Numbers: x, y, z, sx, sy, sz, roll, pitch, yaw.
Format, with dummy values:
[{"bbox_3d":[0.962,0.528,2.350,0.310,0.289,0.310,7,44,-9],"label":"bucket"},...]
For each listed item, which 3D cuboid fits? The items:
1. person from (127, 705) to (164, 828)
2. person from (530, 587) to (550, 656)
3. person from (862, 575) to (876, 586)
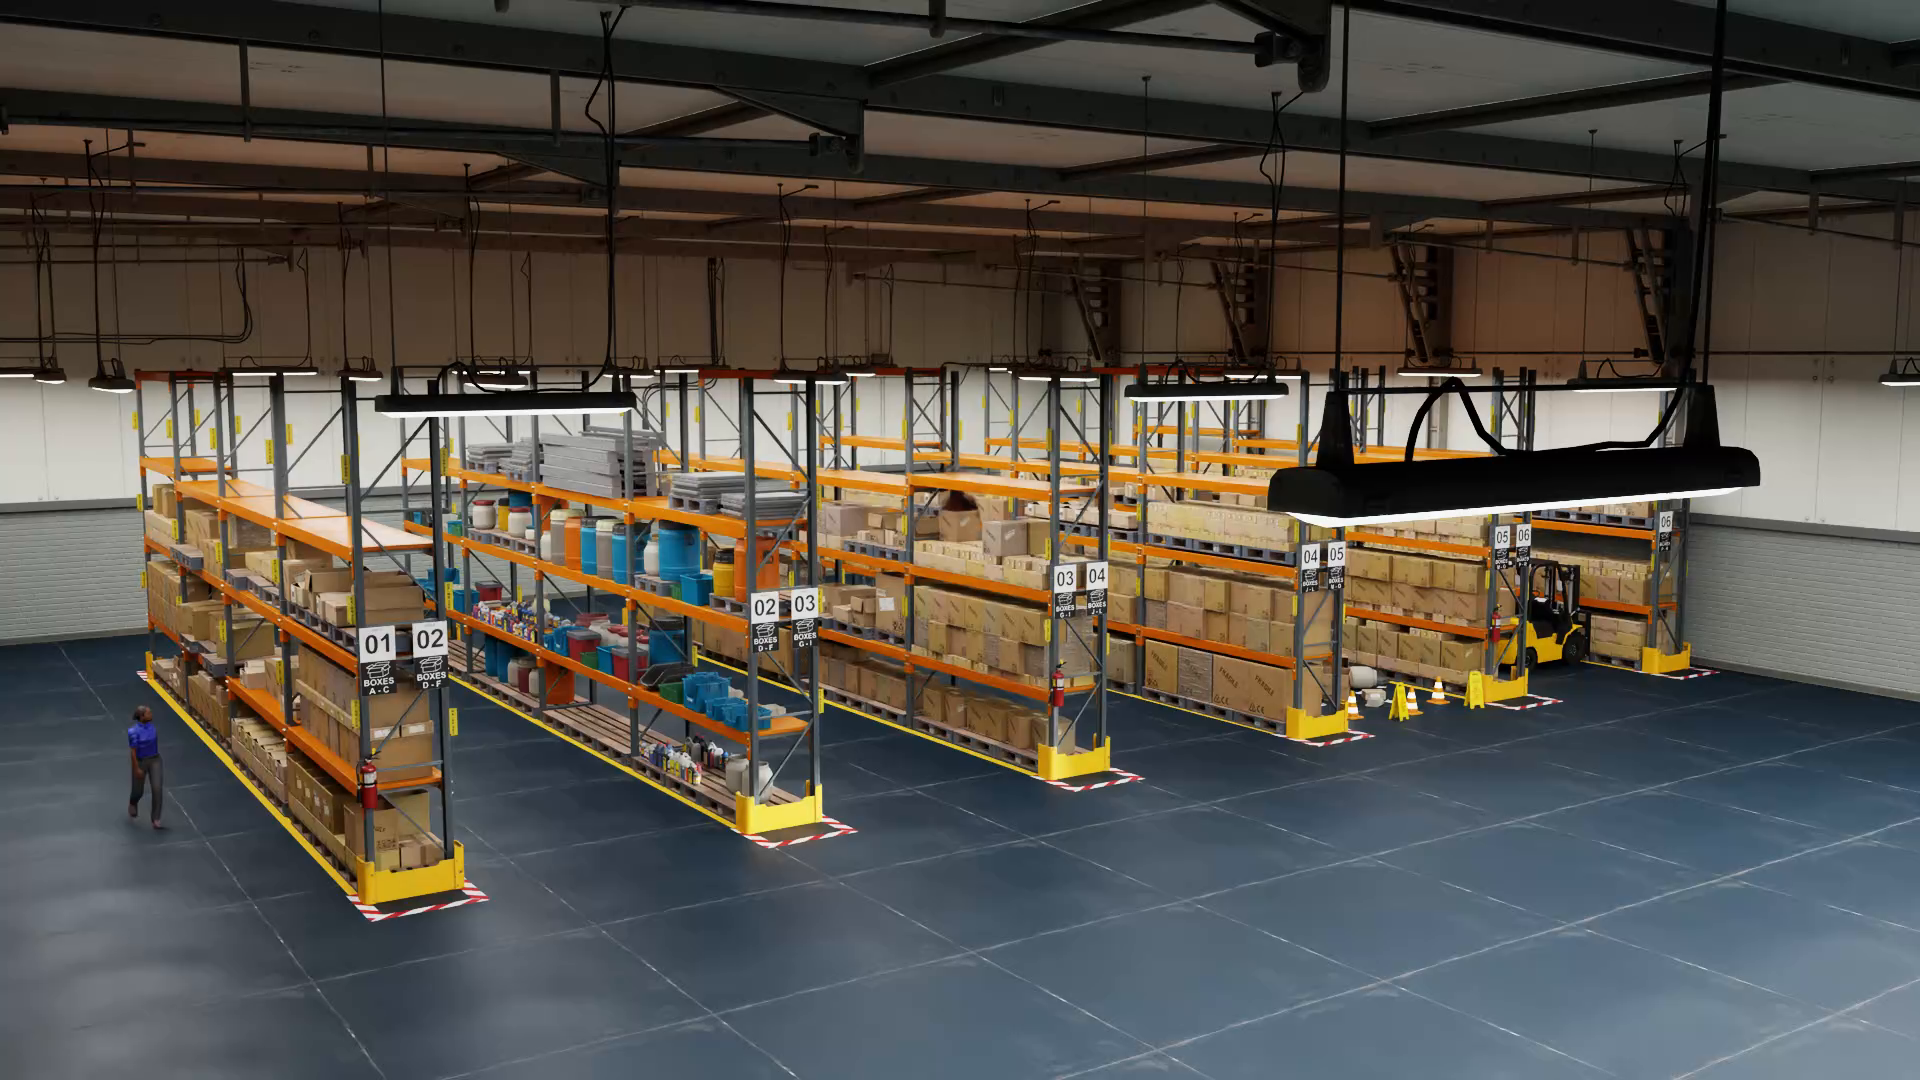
[{"bbox_3d":[-10.910,3.004,22.256,0.412,1.624,0.665,-5,8,-37],"label":"person"},{"bbox_3d":[-8.398,1.741,33.499,0.470,1.621,1.015,-6,9,-42],"label":"person"},{"bbox_3d":[-2.357,0.539,43.485,0.553,1.747,0.557,5,8,40],"label":"person"}]
